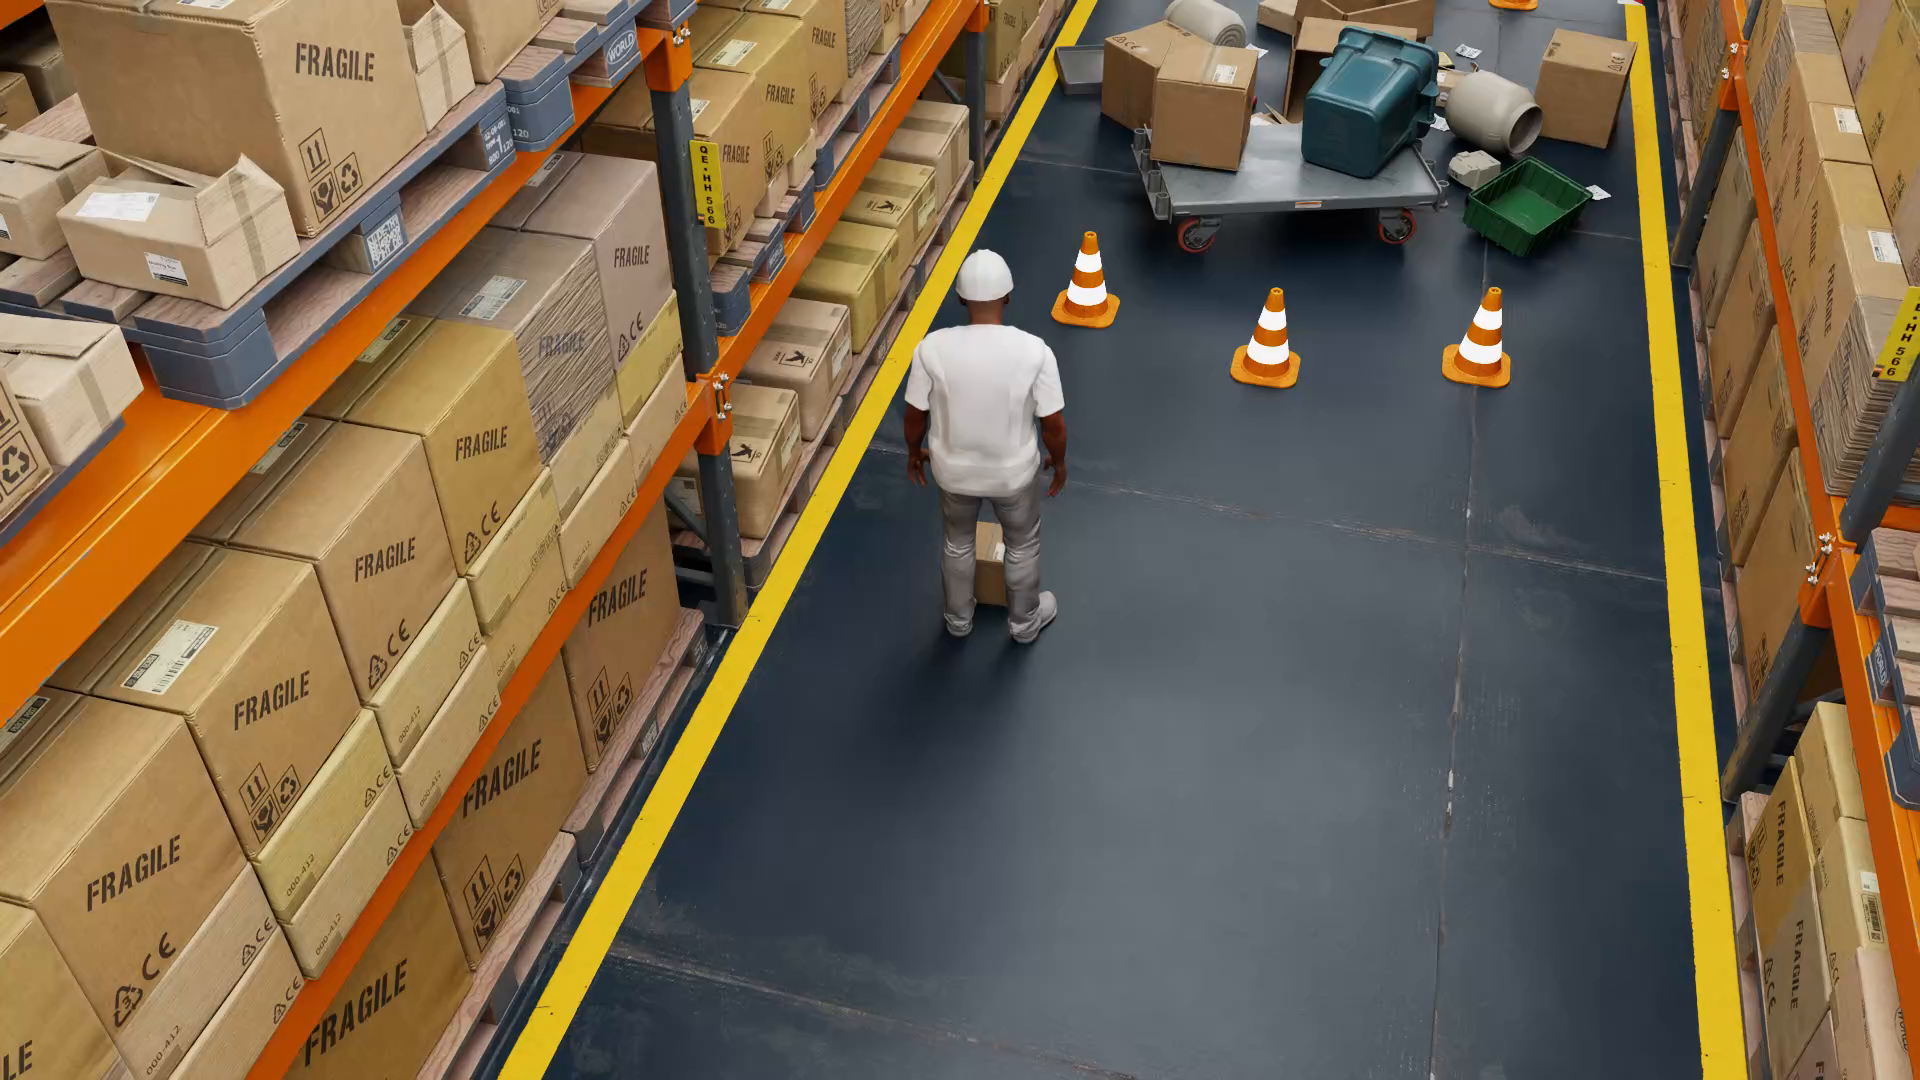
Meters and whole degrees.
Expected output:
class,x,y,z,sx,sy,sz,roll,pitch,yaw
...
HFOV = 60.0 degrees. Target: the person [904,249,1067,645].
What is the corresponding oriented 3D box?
class,x,y,z,sx,sy,sz,roll,pitch,yaw
person,0.104,-0.320,6.519,0.634,1.755,0.461,6,41,7
